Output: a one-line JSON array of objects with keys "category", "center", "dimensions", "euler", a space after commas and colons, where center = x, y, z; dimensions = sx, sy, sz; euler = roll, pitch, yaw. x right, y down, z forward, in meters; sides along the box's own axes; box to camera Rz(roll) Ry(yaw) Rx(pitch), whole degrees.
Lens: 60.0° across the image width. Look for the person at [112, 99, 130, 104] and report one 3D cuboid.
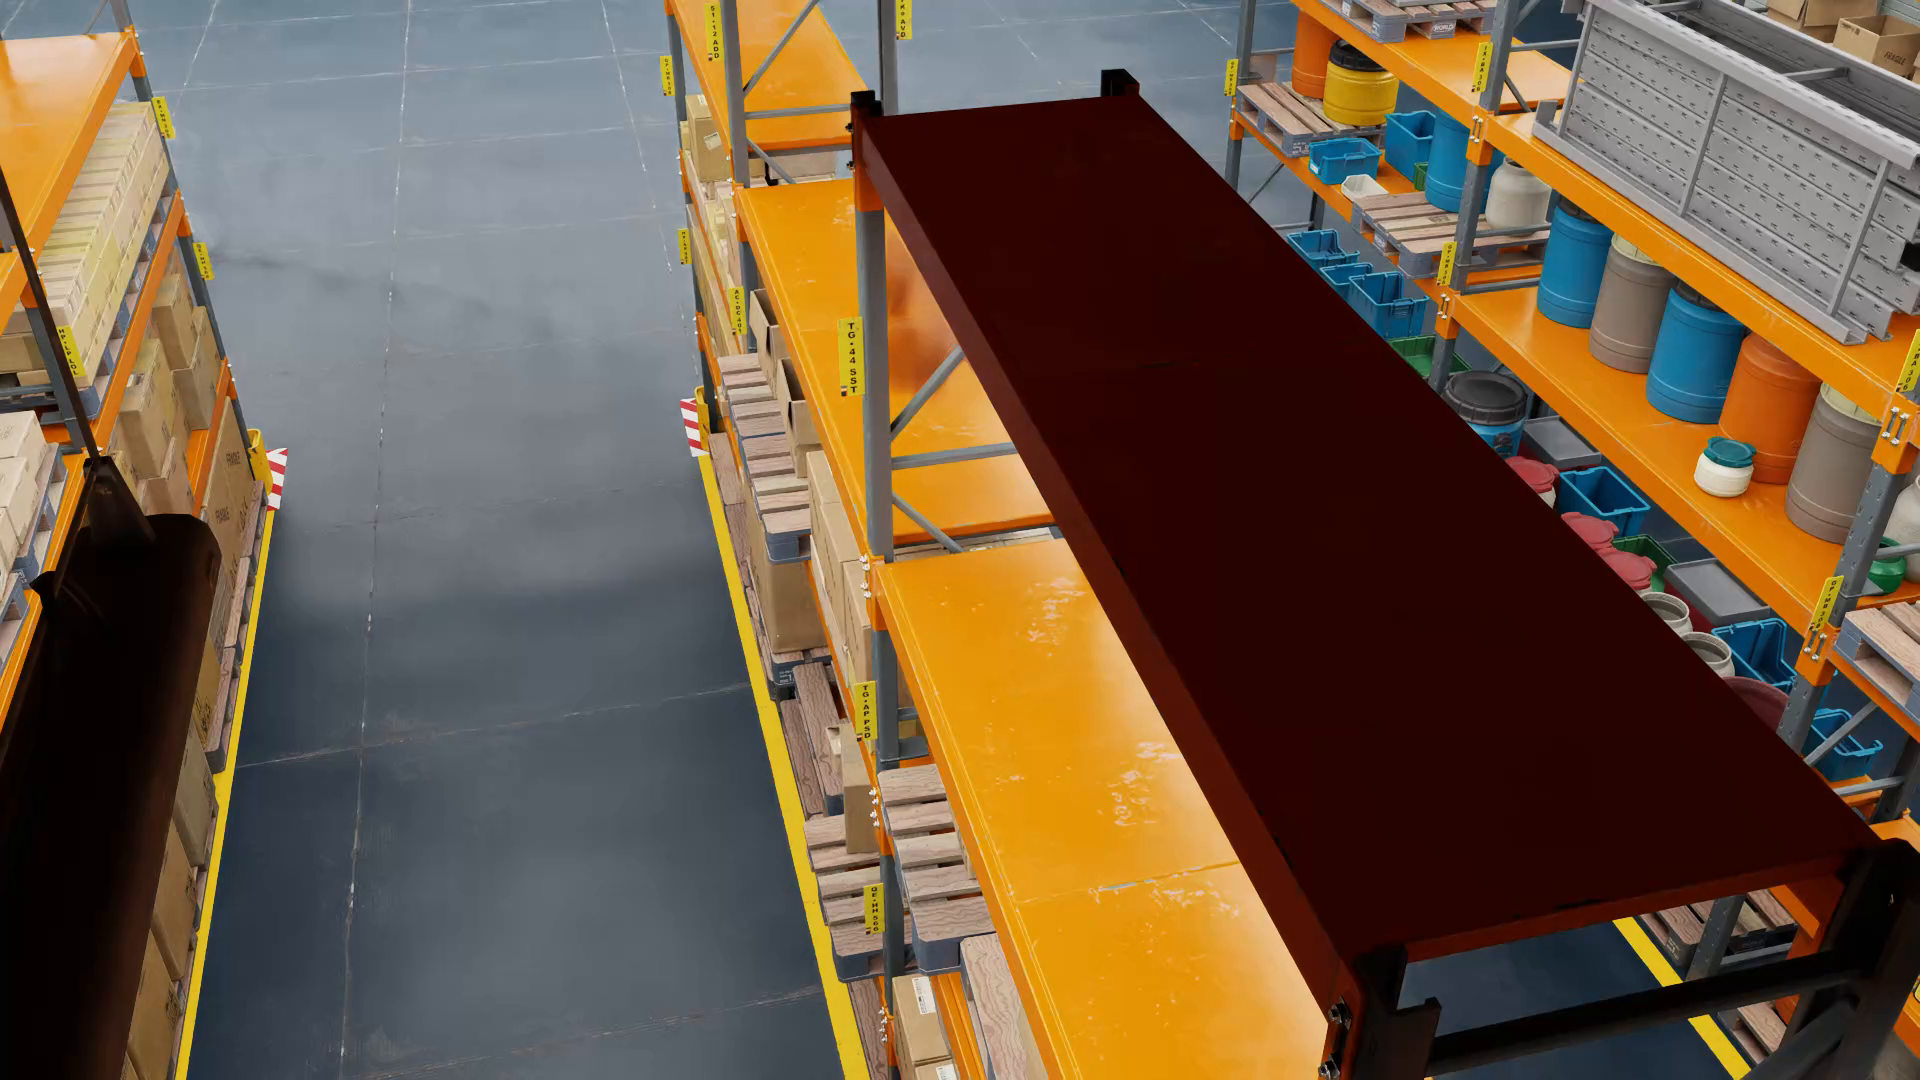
[{"category": "person", "center": [-9.171, -4.106, 18.634], "dimensions": [0.781, 1.687, 0.618], "euler": [16, 37, 22]}]
